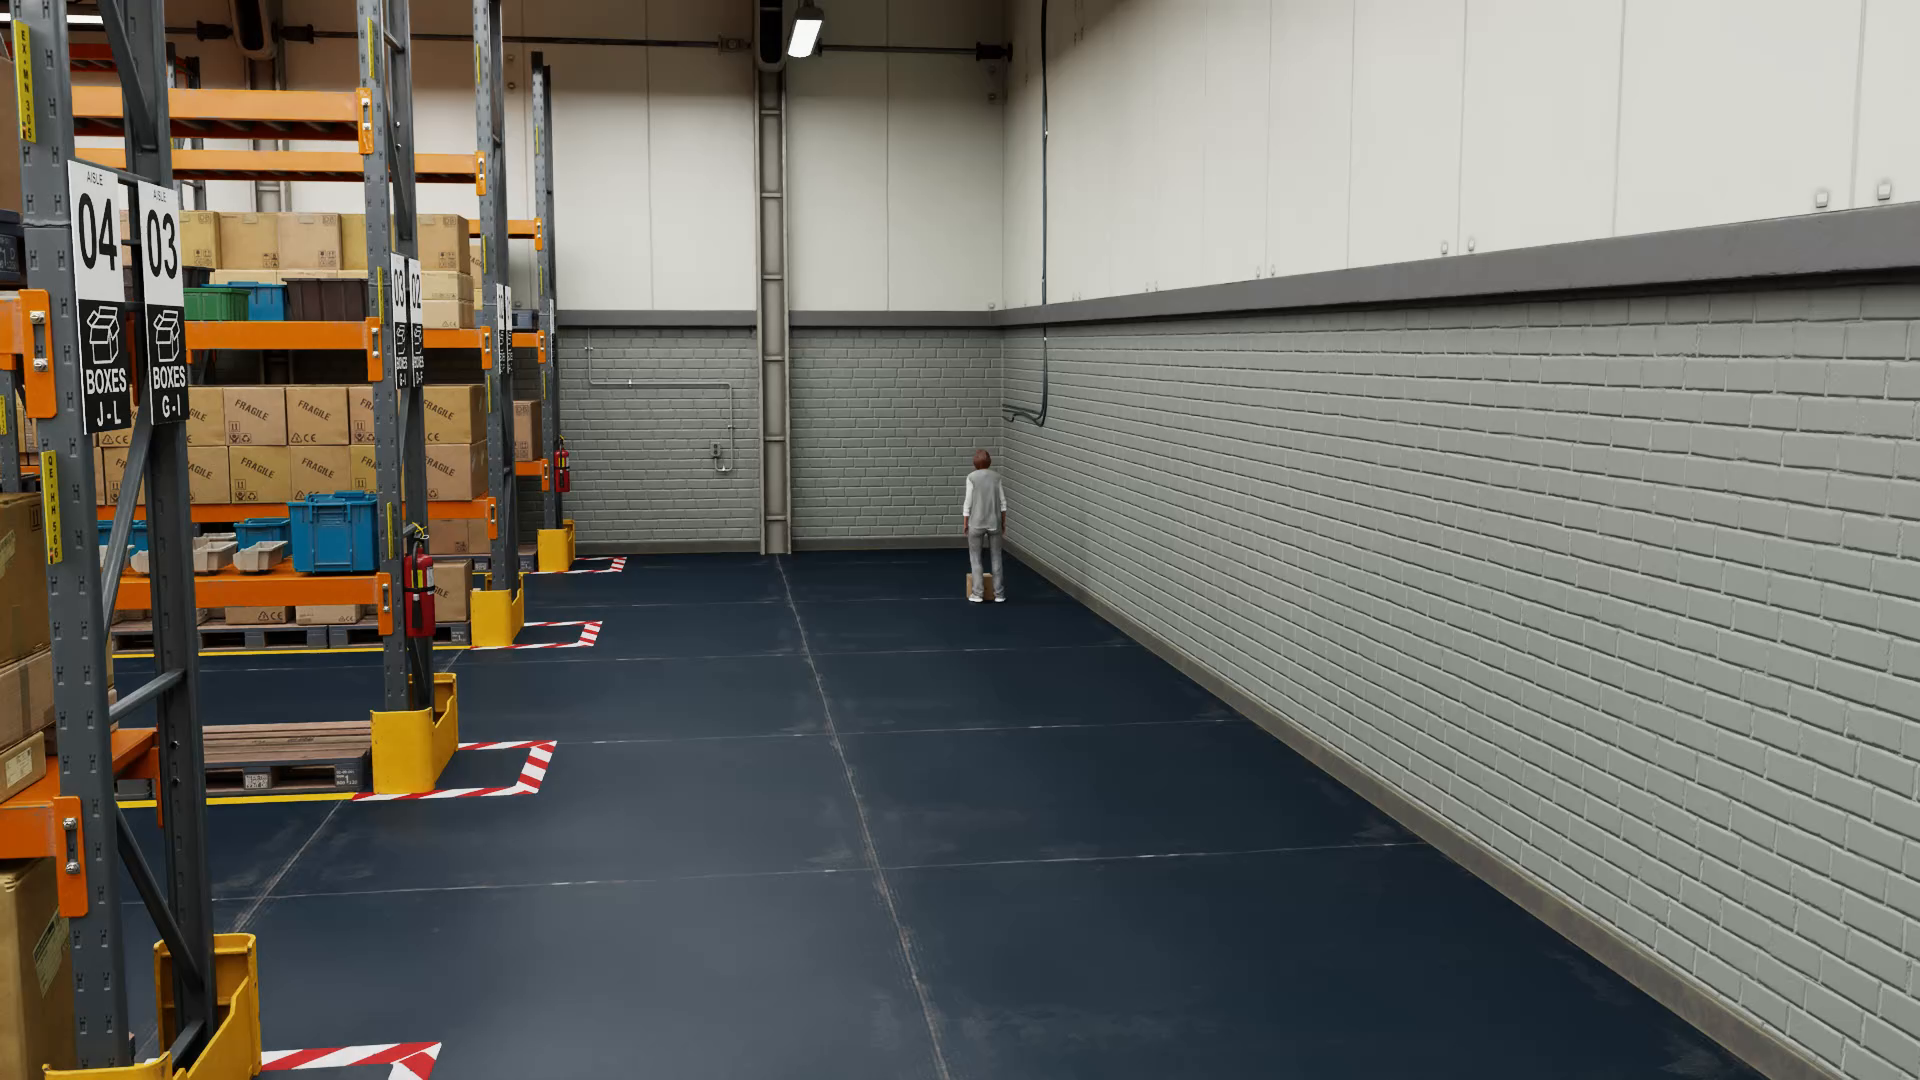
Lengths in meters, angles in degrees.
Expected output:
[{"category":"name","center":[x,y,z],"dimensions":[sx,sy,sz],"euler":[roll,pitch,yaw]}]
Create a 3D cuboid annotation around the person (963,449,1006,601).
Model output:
[{"category":"person","center":[0.258,-0.146,17.274],"dimensions":[0.477,1.591,0.377],"euler":[-1,7,-12]}]
